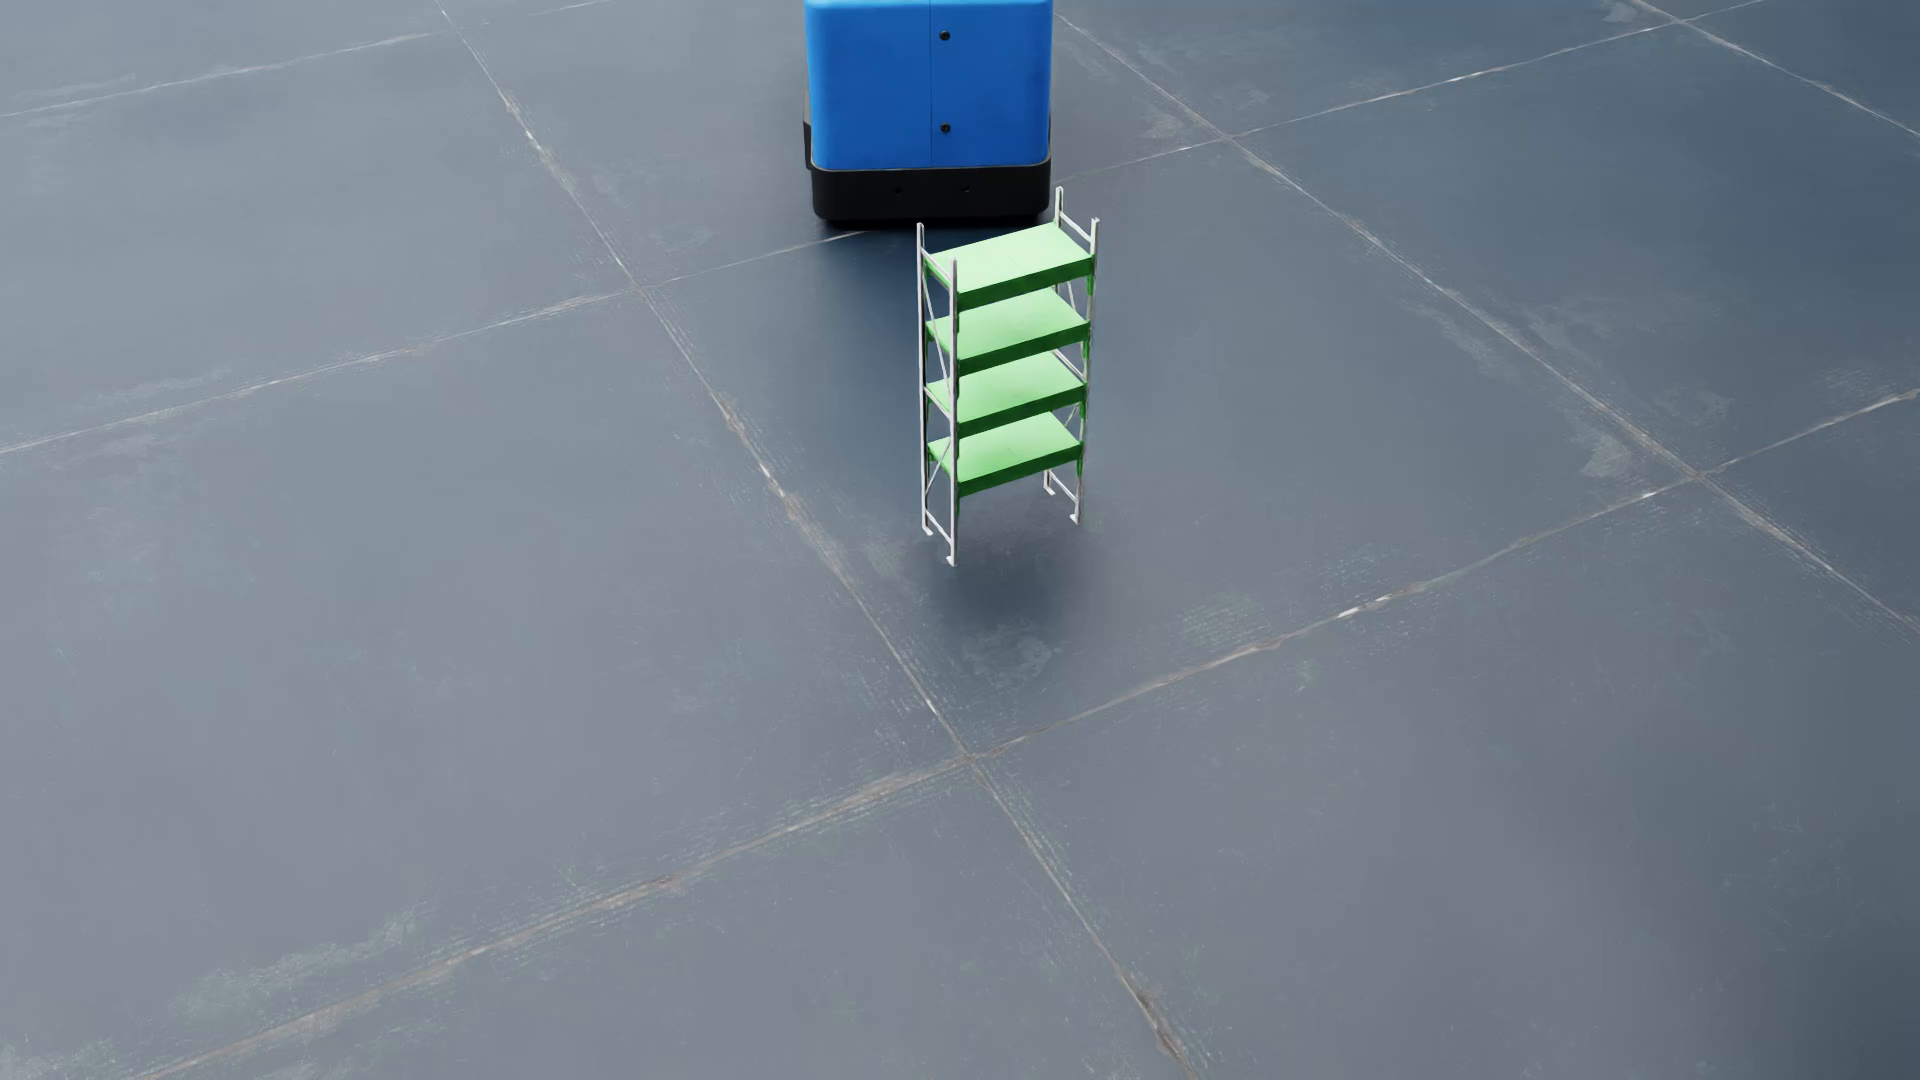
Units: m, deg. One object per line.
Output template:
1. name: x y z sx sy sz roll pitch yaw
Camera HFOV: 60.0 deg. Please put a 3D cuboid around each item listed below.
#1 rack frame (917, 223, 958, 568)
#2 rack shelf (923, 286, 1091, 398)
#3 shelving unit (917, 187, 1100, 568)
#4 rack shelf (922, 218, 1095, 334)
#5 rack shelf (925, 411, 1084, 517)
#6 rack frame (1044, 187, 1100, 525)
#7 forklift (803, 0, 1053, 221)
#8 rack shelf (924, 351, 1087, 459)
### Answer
1. rack frame: -0.070 -0.435 5.351 0.015 1.200 0.240 -19 44 -21
2. rack shelf: 0.147 -0.642 5.323 0.480 0.148 0.258 -19 44 -21
3. shelving unit: 0.147 -0.507 5.437 0.503 1.200 0.258 -19 44 -21
4. rack shelf: 0.147 -0.825 5.168 0.480 0.148 0.258 -19 44 -21
5. rack shelf: 0.147 -0.275 5.633 0.480 0.148 0.258 -19 44 -21
6. rack frame: 0.363 -0.580 5.523 0.015 1.200 0.240 -19 44 -21
7. forklift: -0.206 -3.461 7.586 1.130 2.935 3.031 -2 40 -2
8. rack shelf: 0.147 -0.459 5.478 0.480 0.148 0.258 -19 44 -21
